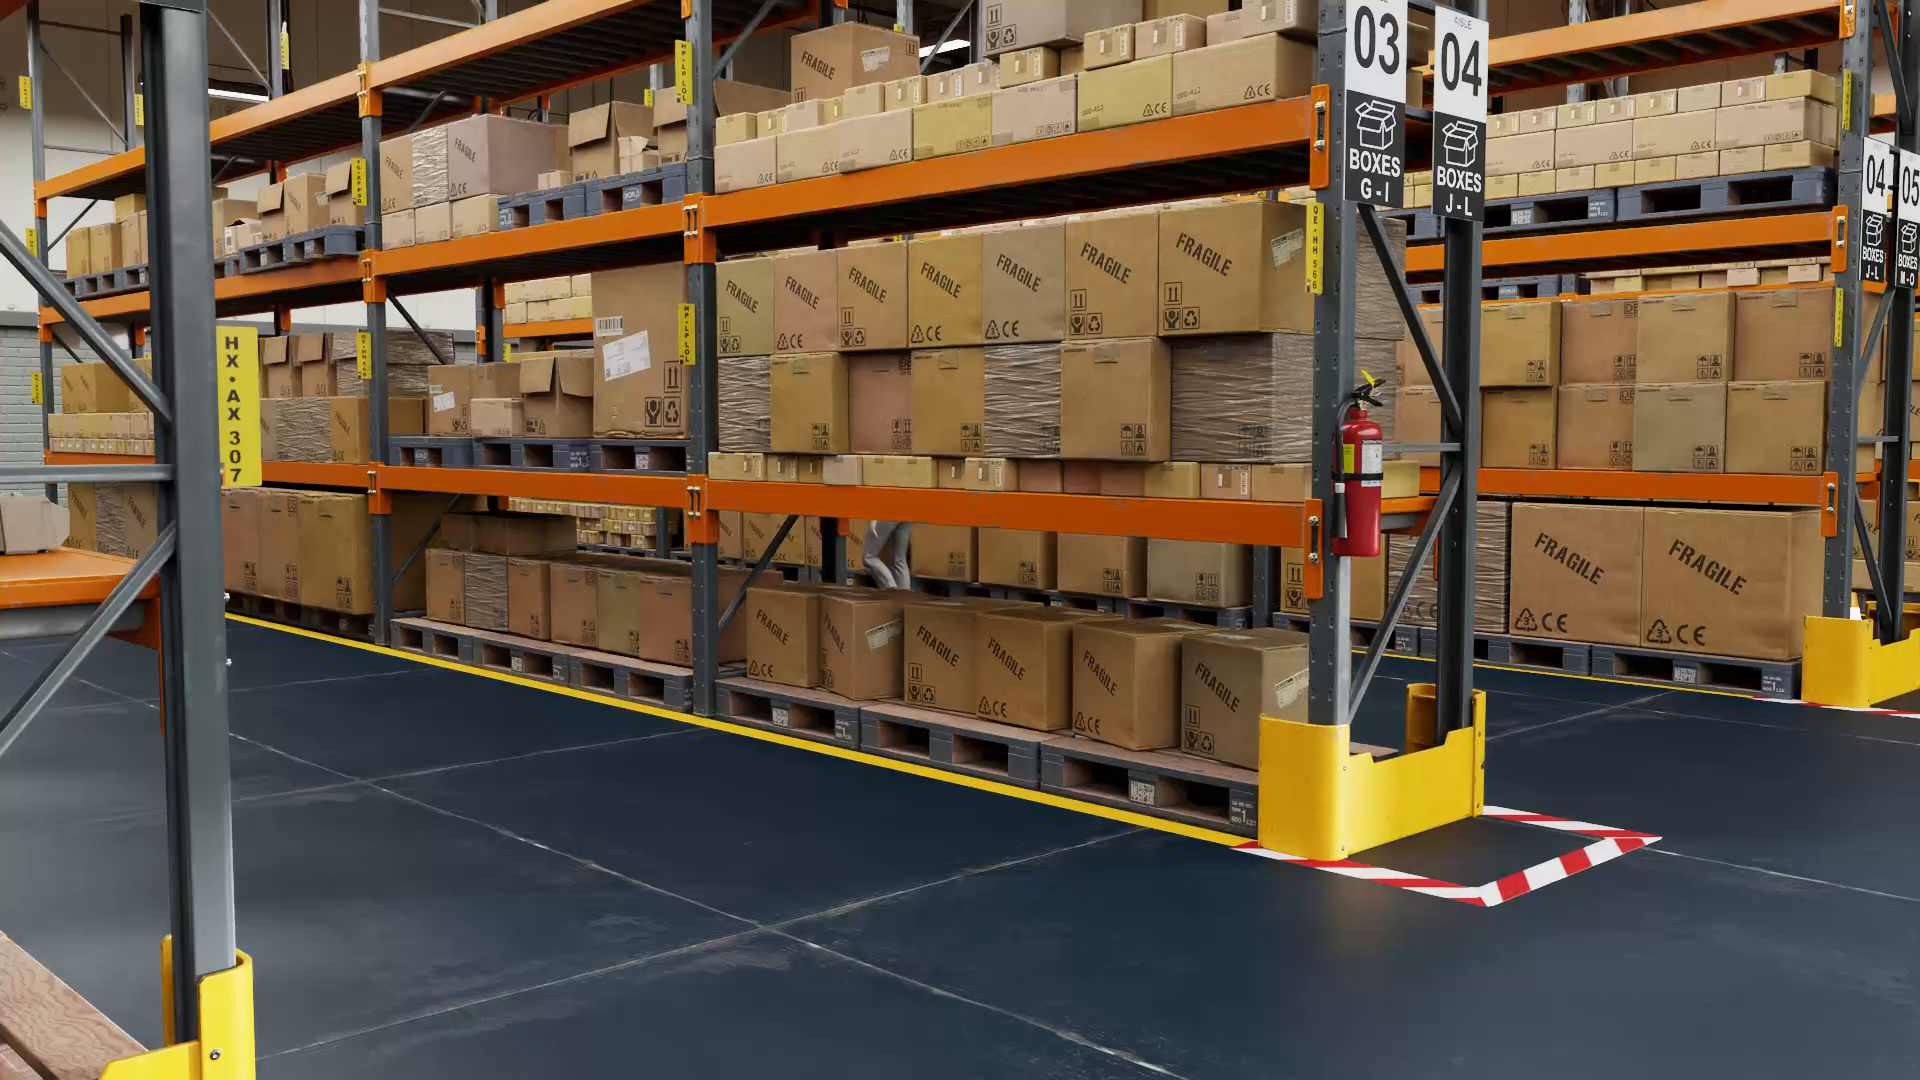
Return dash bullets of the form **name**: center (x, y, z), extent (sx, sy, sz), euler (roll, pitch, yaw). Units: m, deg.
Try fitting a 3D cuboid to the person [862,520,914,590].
- **person**: center (-0.533, -0.180, 13.260), extent (0.497, 1.659, 0.448), euler (-3, 5, -40)
